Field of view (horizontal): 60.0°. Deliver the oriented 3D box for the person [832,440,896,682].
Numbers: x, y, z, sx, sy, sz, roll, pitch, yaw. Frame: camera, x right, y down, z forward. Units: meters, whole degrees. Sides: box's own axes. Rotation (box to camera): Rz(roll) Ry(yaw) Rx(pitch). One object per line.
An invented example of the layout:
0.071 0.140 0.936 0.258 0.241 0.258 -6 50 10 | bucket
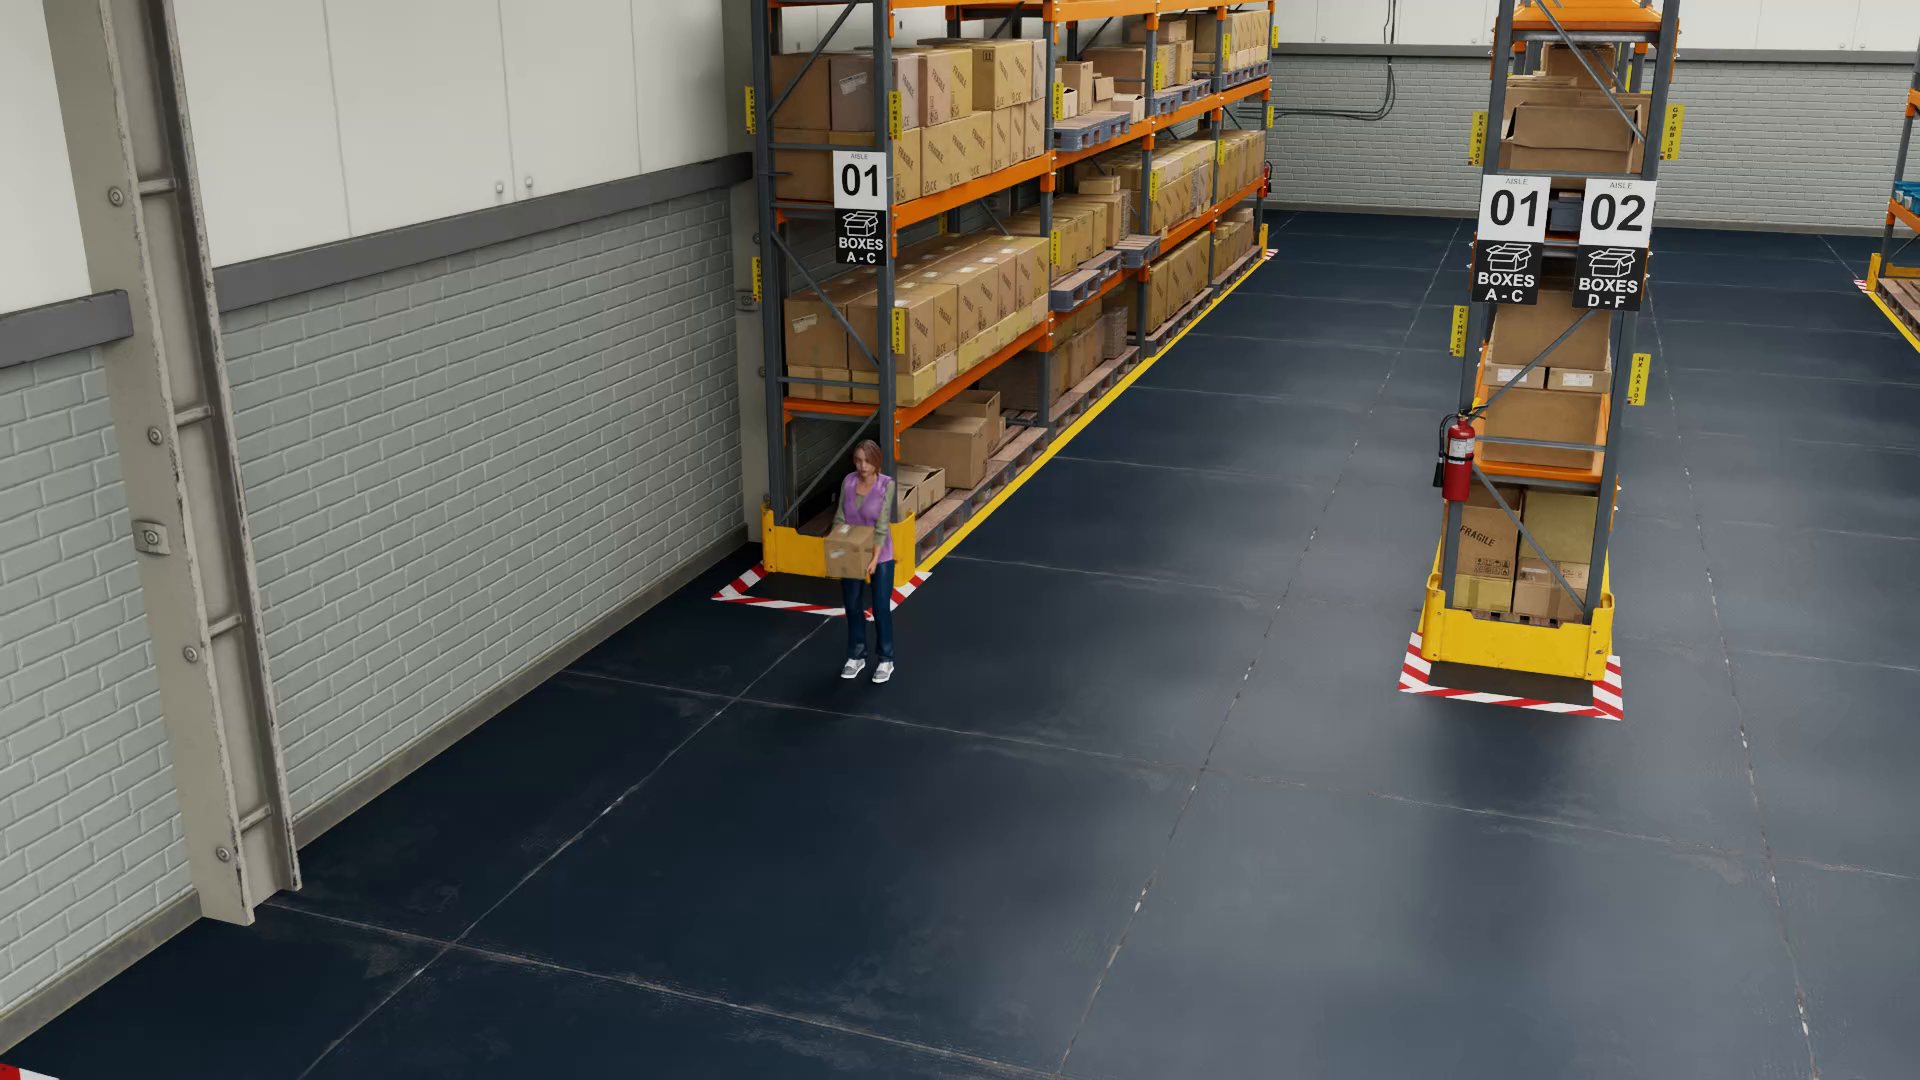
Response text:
-0.619 0.153 10.640 0.375 1.600 0.502 6 20 18 | person
